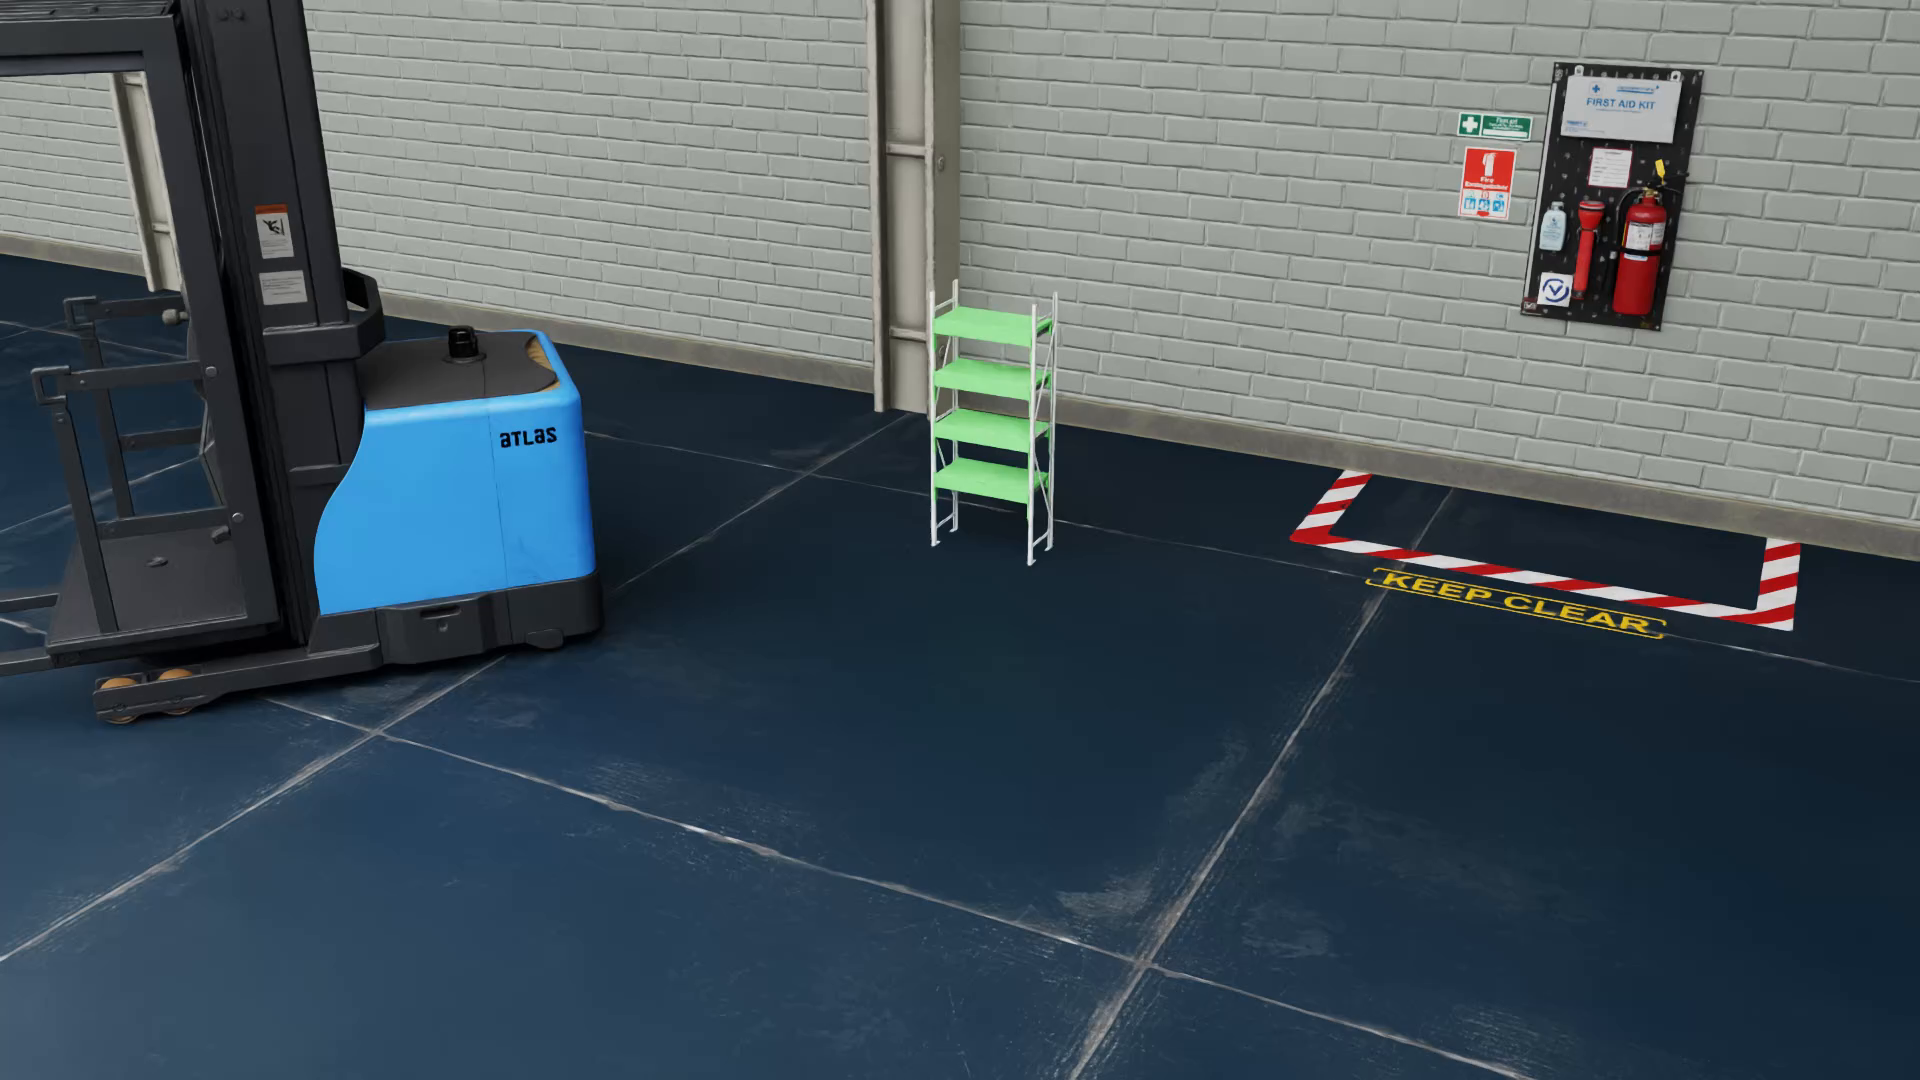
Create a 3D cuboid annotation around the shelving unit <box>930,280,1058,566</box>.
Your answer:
[{"bbox_3d":[0.148,-0.523,7.446,0.503,1.200,0.258,11,25,25],"label":"shelving unit"}]

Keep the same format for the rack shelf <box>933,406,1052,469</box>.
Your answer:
[{"bbox_3d":[0.148,-0.464,7.471,0.480,0.148,0.258,11,25,25],"label":"rack shelf"}]

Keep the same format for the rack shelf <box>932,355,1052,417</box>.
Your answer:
[{"bbox_3d":[0.148,-0.685,7.378,0.480,0.148,0.258,11,25,25],"label":"rack shelf"}]

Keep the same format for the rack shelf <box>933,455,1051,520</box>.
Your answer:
[{"bbox_3d":[0.148,-0.243,7.565,0.480,0.148,0.258,11,25,25],"label":"rack shelf"}]

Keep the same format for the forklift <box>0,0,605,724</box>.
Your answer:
[{"bbox_3d":[-3.020,-0.903,6.128,3.031,2.935,1.130,-8,24,-19],"label":"forklift"}]

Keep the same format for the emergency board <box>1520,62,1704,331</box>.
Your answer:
[{"bbox_3d":[2.922,-1.526,7.505,0.643,1.169,0.194,11,25,25],"label":"emergency board"}]

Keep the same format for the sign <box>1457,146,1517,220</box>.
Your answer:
[{"bbox_3d":[2.475,-1.676,7.812,0.234,0.329,0.001,11,25,25],"label":"sign"}]

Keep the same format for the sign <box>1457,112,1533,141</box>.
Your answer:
[{"bbox_3d":[2.475,-1.916,7.699,0.331,0.109,0.001,11,25,25],"label":"sign"}]

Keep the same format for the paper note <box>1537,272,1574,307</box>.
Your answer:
[{"bbox_3d":[2.795,-1.176,7.808,0.142,0.148,0.016,11,25,25],"label":"paper note"}]

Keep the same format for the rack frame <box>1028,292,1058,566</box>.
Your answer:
[{"bbox_3d":[0.365,-0.480,7.345,0.015,1.200,0.240,11,25,25],"label":"rack frame"}]

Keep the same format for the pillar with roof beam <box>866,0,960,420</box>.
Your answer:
[{"bbox_3d":[-2.187,-3.393,4.229,0.400,9.000,9.100,11,25,25],"label":"pillar with roof beam"}]

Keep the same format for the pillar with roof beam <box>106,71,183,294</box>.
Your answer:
[{"bbox_3d":[-7.542,-4.452,6.721,0.400,9.000,9.100,11,25,25],"label":"pillar with roof beam"}]

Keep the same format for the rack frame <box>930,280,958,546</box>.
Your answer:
[{"bbox_3d":[-0.070,-0.566,7.548,0.015,1.200,0.240,11,25,25],"label":"rack frame"}]

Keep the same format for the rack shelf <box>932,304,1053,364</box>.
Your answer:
[{"bbox_3d":[0.148,-0.906,7.284,0.480,0.148,0.258,11,25,25],"label":"rack shelf"}]
